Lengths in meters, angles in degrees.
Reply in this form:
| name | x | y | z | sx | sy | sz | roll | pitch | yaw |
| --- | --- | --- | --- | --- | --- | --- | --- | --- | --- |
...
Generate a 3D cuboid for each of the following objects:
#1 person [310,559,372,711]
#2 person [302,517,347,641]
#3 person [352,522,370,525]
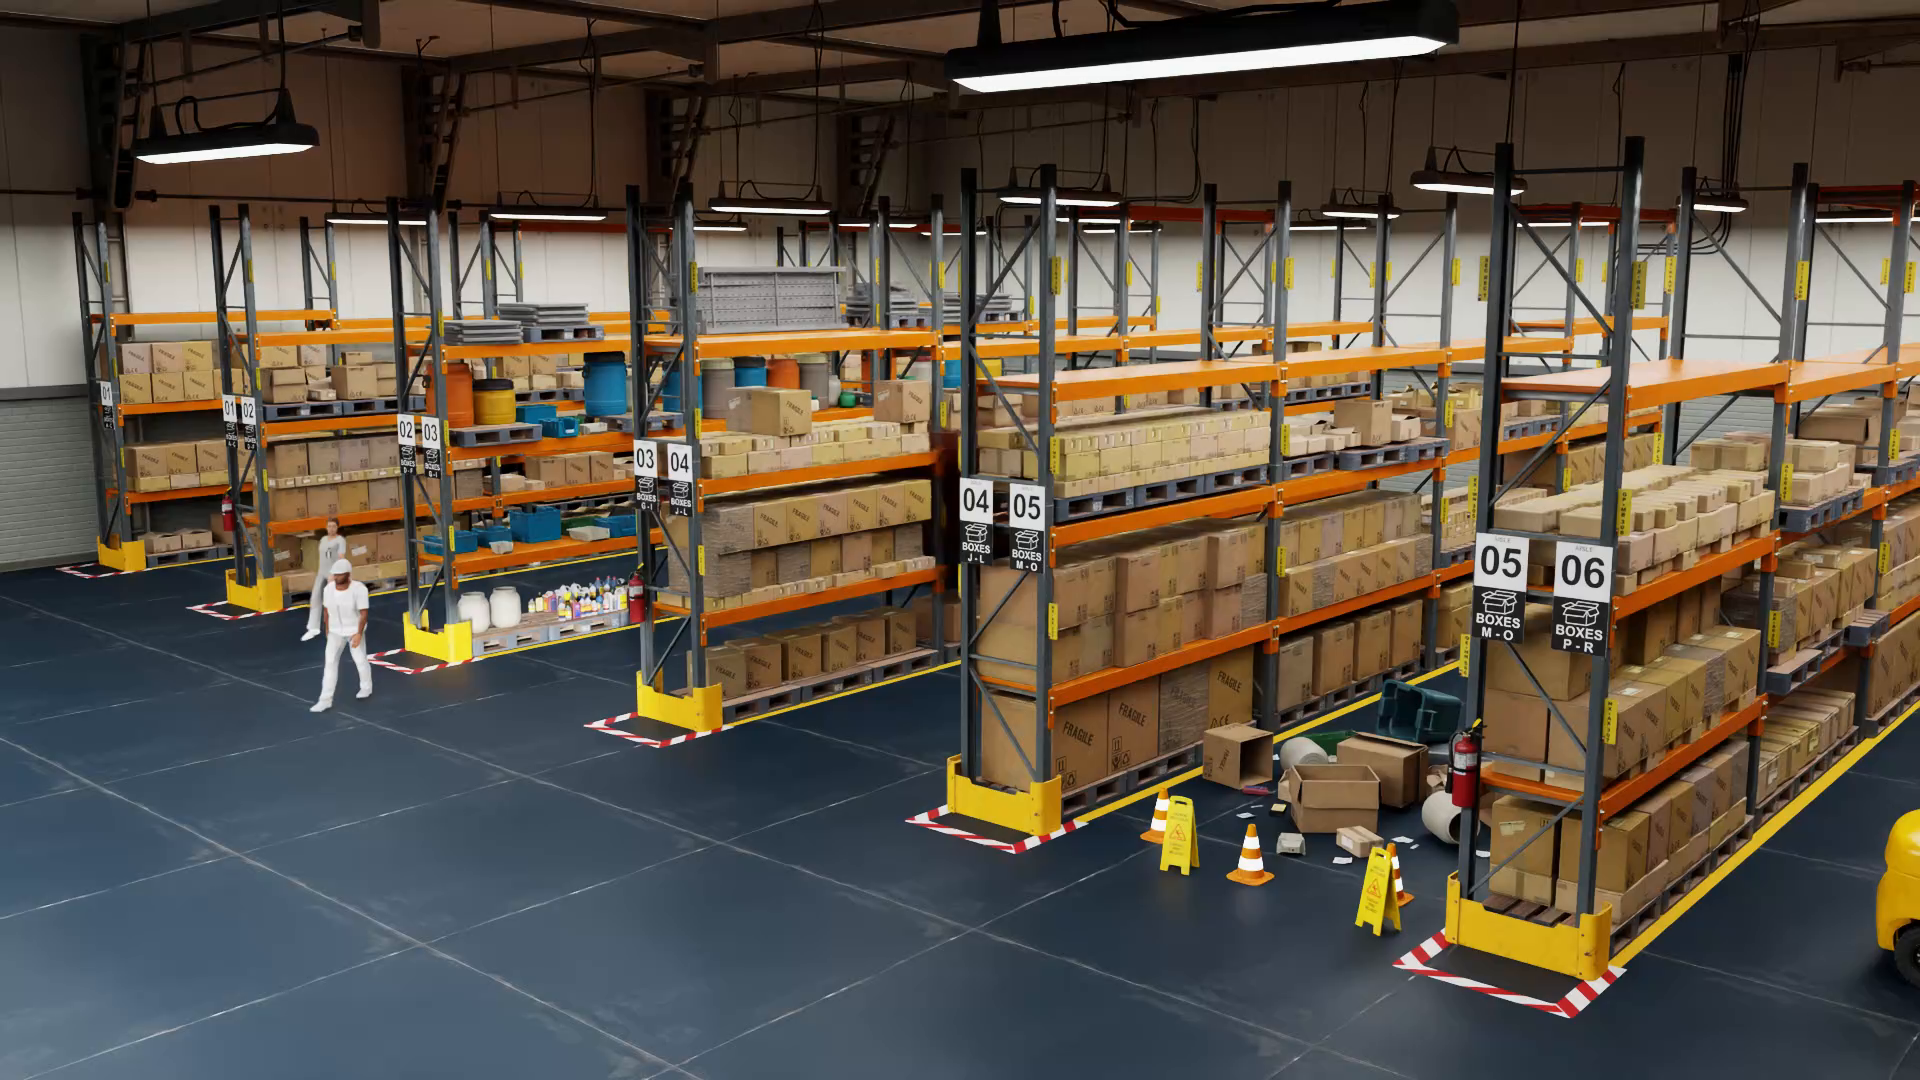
| name | x | y | z | sx | sy | sz | roll | pitch | yaw |
| --- | --- | --- | --- | --- | --- | --- | --- | --- | --- |
| person | -7.212 | 1.072 | 19.474 | 0.593 | 1.718 | 0.951 | 0 | 9 | 2 |
| person | -8.840 | 0.528 | 23.167 | 0.468 | 1.661 | 0.762 | 3 | 10 | 18 |
| person | -10.455 | -0.463 | 28.970 | 0.475 | 1.626 | 0.929 | 3 | 10 | 15 |
